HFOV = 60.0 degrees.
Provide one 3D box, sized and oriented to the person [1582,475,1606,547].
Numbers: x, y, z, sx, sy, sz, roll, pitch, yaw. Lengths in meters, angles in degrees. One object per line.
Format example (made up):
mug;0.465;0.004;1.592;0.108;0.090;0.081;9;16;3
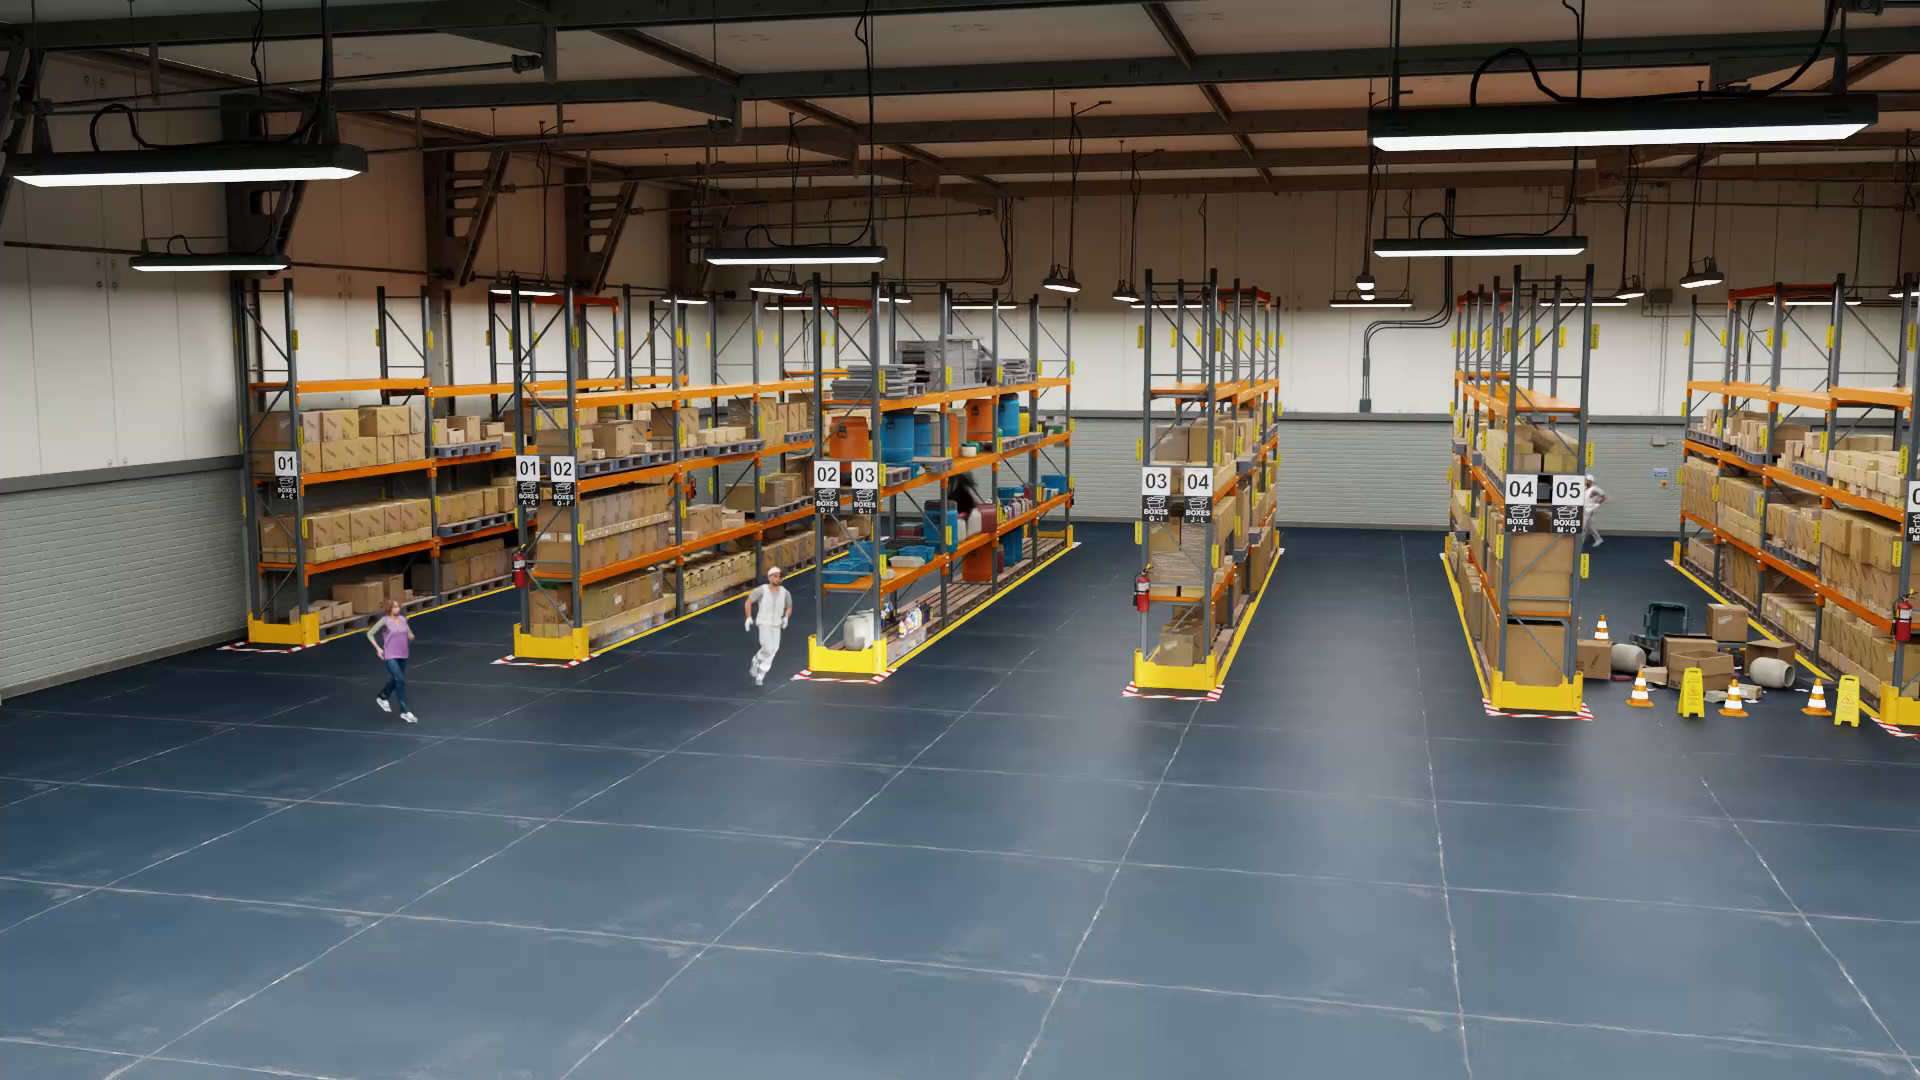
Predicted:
person;14.963;-0.661;39.662;0.929;1.804;0.676;-1;7;-10

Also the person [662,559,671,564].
person;-6.217;-0.010;34.985;0.546;1.725;0.759;2;7;16

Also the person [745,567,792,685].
person;-2.739;1.259;24.178;0.711;1.714;0.548;-3;8;-26

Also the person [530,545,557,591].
person;-7.232;0.634;29.239;0.651;1.747;0.692;2;7;14

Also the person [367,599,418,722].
person;-7.458;1.565;21.931;0.873;1.599;0.531;4;8;30
